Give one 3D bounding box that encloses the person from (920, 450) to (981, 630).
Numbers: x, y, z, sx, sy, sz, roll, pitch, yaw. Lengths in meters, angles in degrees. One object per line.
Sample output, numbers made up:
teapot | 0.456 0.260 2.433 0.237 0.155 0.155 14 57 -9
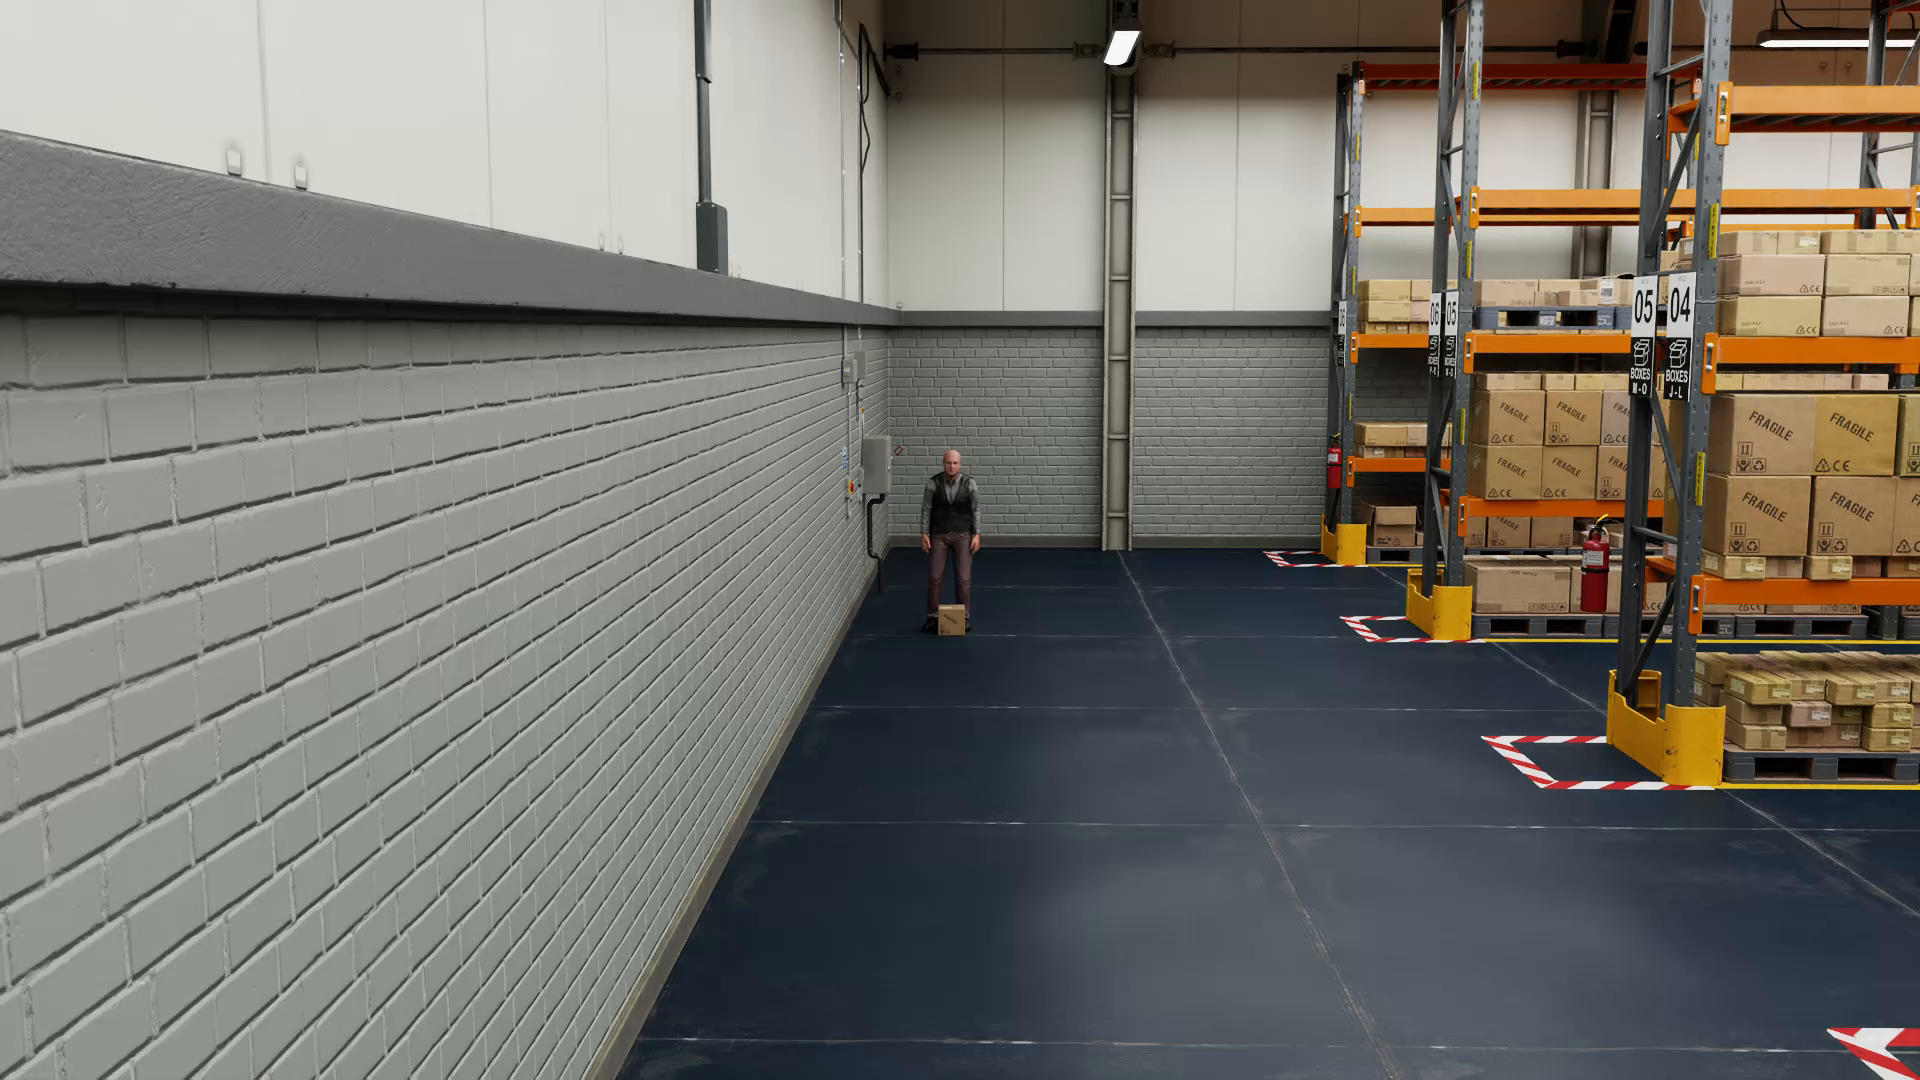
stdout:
person | -0.088 -0.008 15.926 0.580 1.721 0.416 0 7 1
